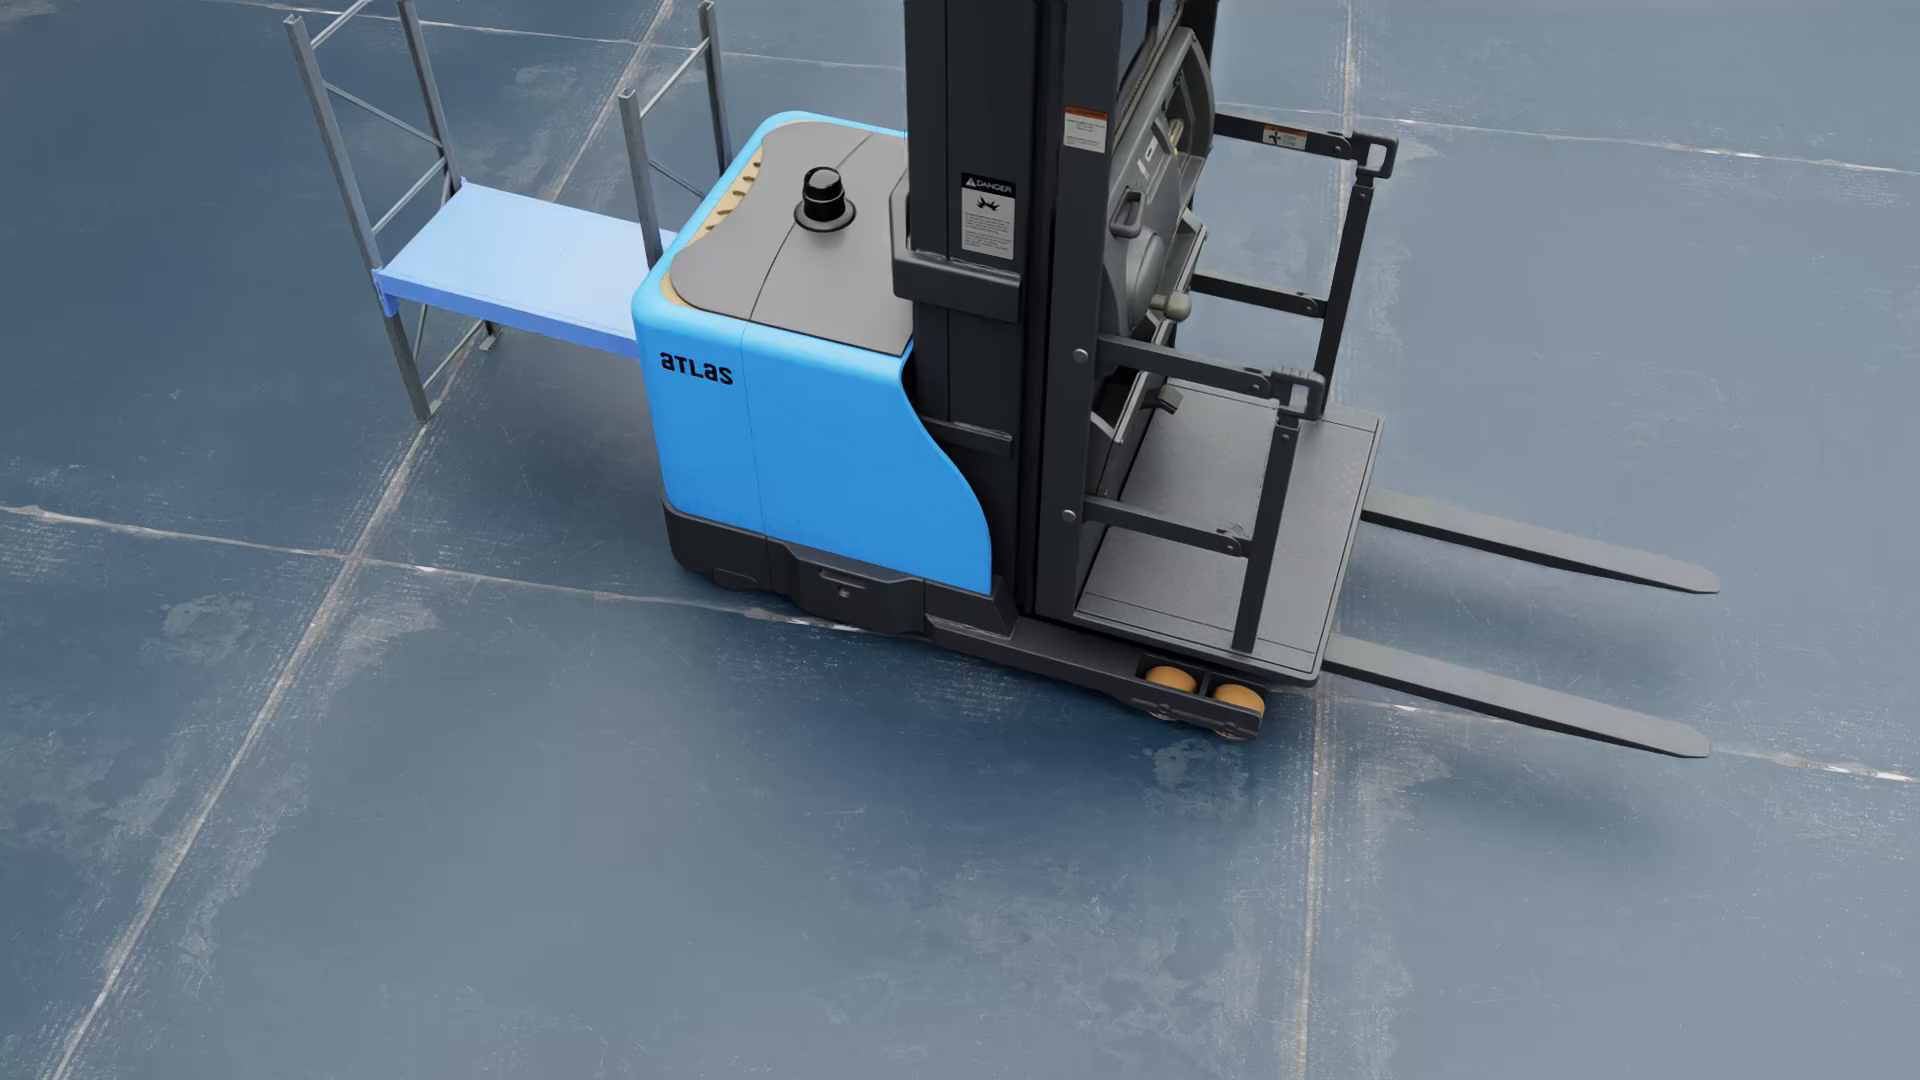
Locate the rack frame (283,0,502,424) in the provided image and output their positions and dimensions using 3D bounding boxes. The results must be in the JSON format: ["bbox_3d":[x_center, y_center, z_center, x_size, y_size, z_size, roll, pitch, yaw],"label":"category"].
[{"bbox_3d":[-1.729,-1.069,5.202,0.032,1.500,0.500,15,50,13],"label":"rack frame"}]

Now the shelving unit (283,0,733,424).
[{"bbox_3d":[-1.253,-0.937,5.084,1.048,1.500,0.538,15,50,13],"label":"shelving unit"}]

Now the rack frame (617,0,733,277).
[{"bbox_3d":[-0.776,-0.806,4.965,0.032,1.500,0.500,15,50,13],"label":"rack frame"}]

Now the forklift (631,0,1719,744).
[{"bbox_3d":[0.686,-0.873,4.064,3.031,2.935,1.130,14,49,12],"label":"forklift"}]

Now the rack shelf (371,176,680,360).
[{"bbox_3d":[-1.253,-0.817,5.218,1.000,0.185,0.538,15,50,13],"label":"rack shelf"}]
